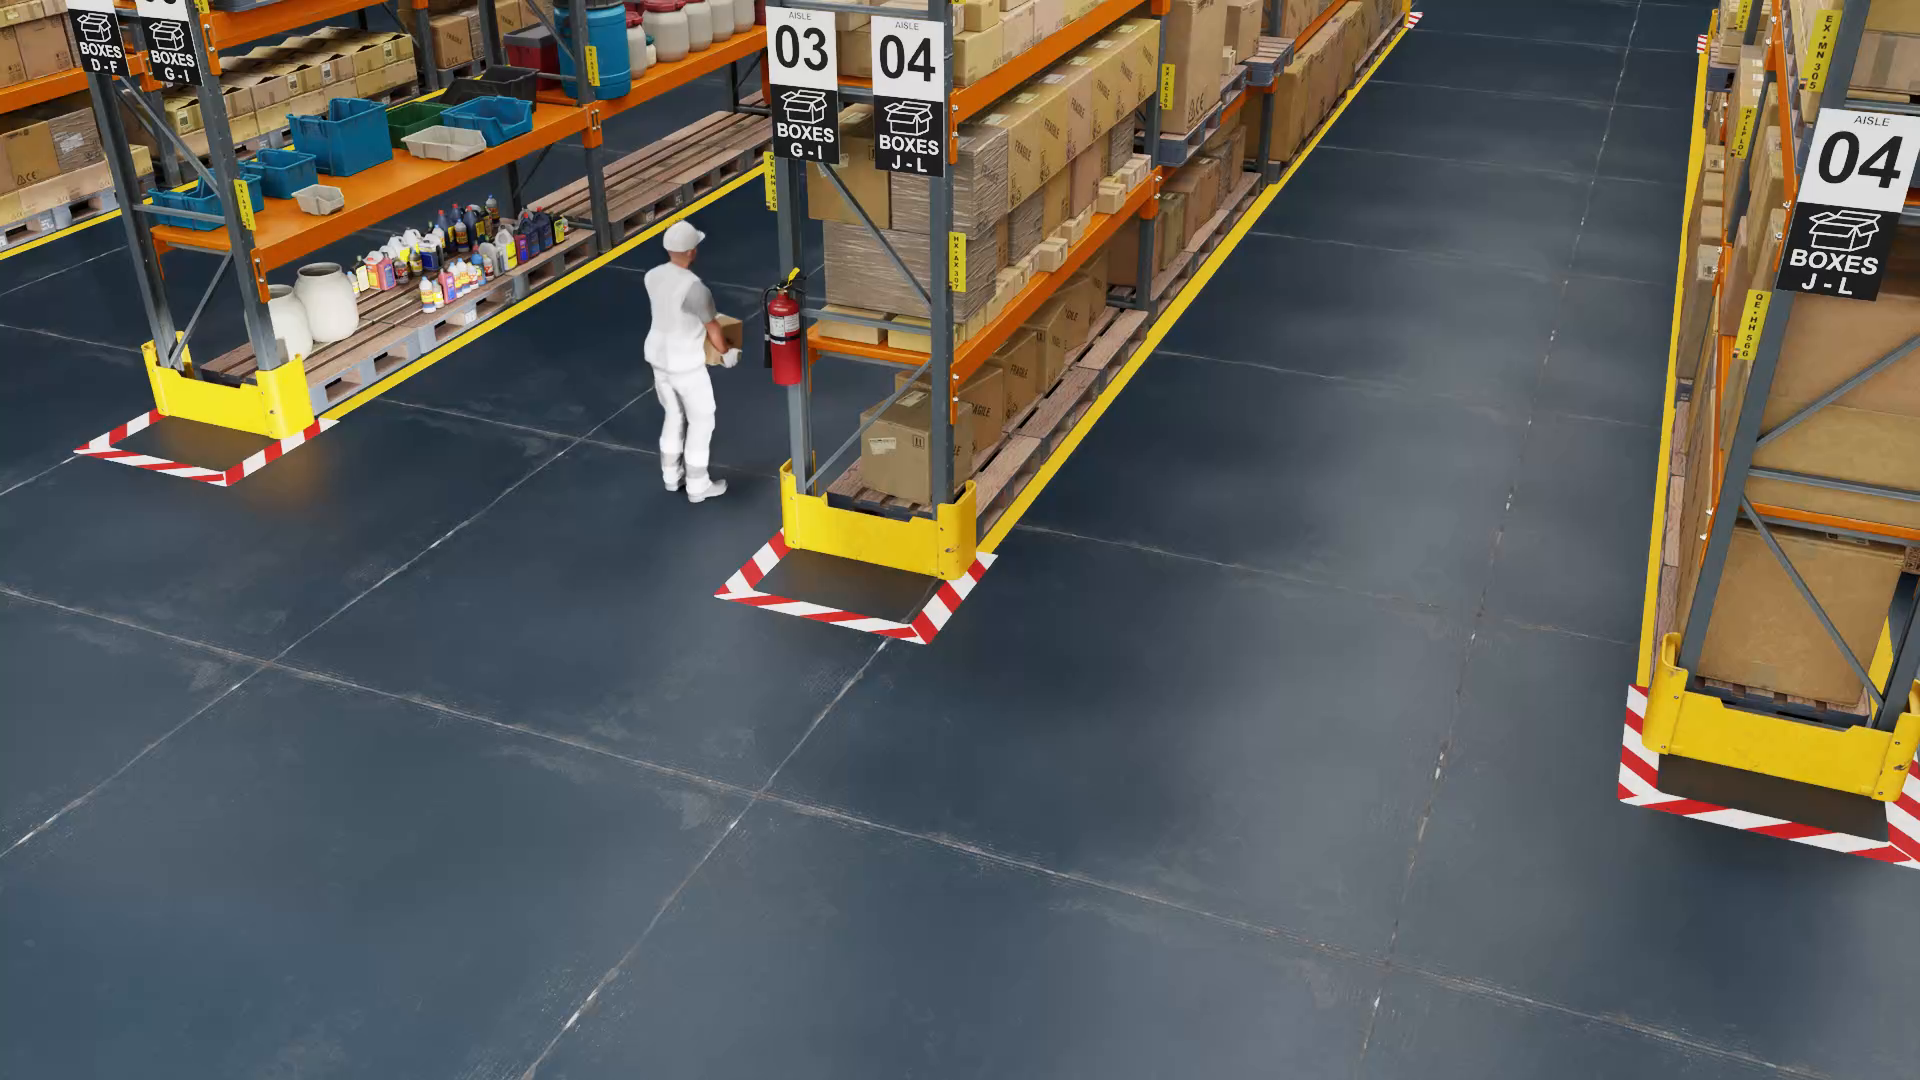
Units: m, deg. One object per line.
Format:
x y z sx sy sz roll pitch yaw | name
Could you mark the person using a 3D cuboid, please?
-1.676 -1.137 10.411 0.491 1.773 0.583 24 37 36 | person
